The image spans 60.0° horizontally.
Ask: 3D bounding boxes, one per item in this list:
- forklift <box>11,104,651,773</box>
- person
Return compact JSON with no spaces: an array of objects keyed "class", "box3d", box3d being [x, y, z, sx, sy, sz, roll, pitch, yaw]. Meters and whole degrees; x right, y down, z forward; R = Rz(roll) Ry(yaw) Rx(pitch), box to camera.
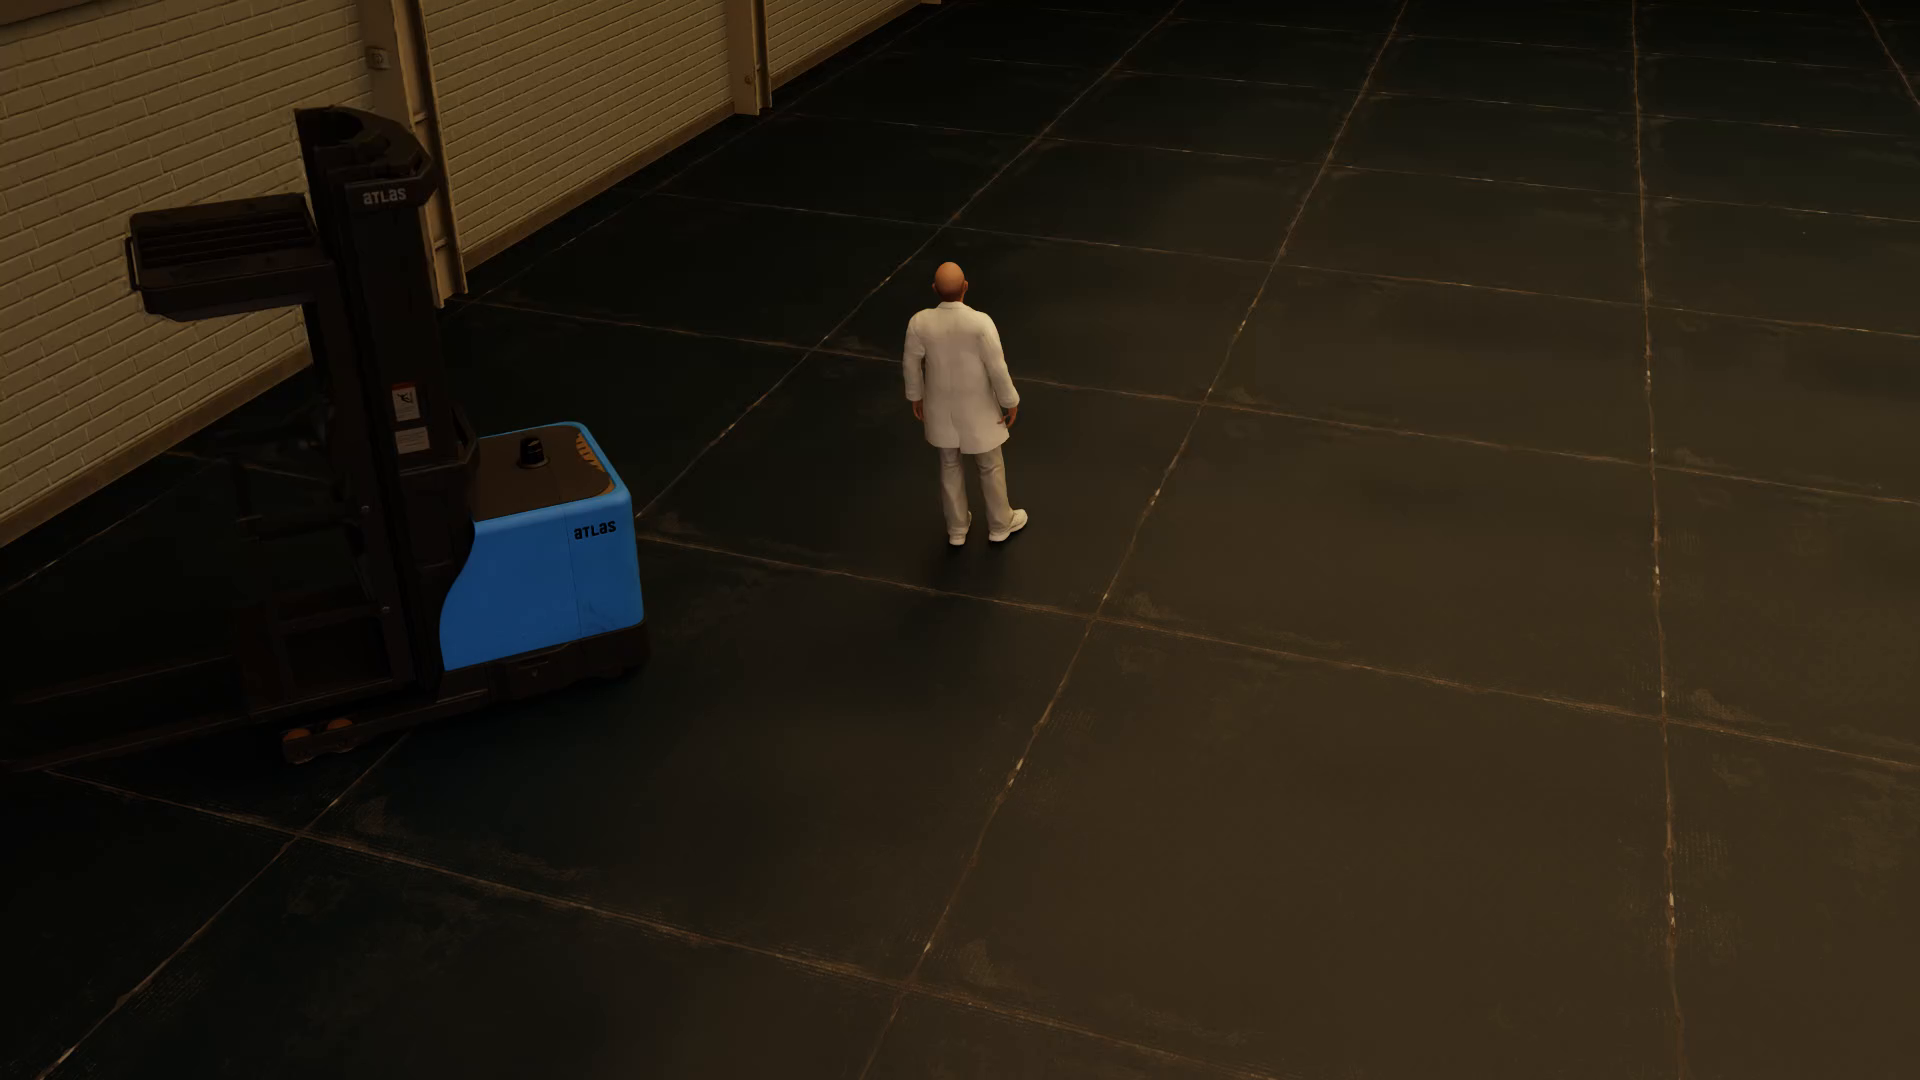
[{"class":"forklift","box3d":[-3.205,-0.475,7.969,3.031,2.935,1.130,-14,32,-22]},{"class":"person","box3d":[0.034,-0.820,9.725,0.694,1.776,0.581,10,31,16]}]
